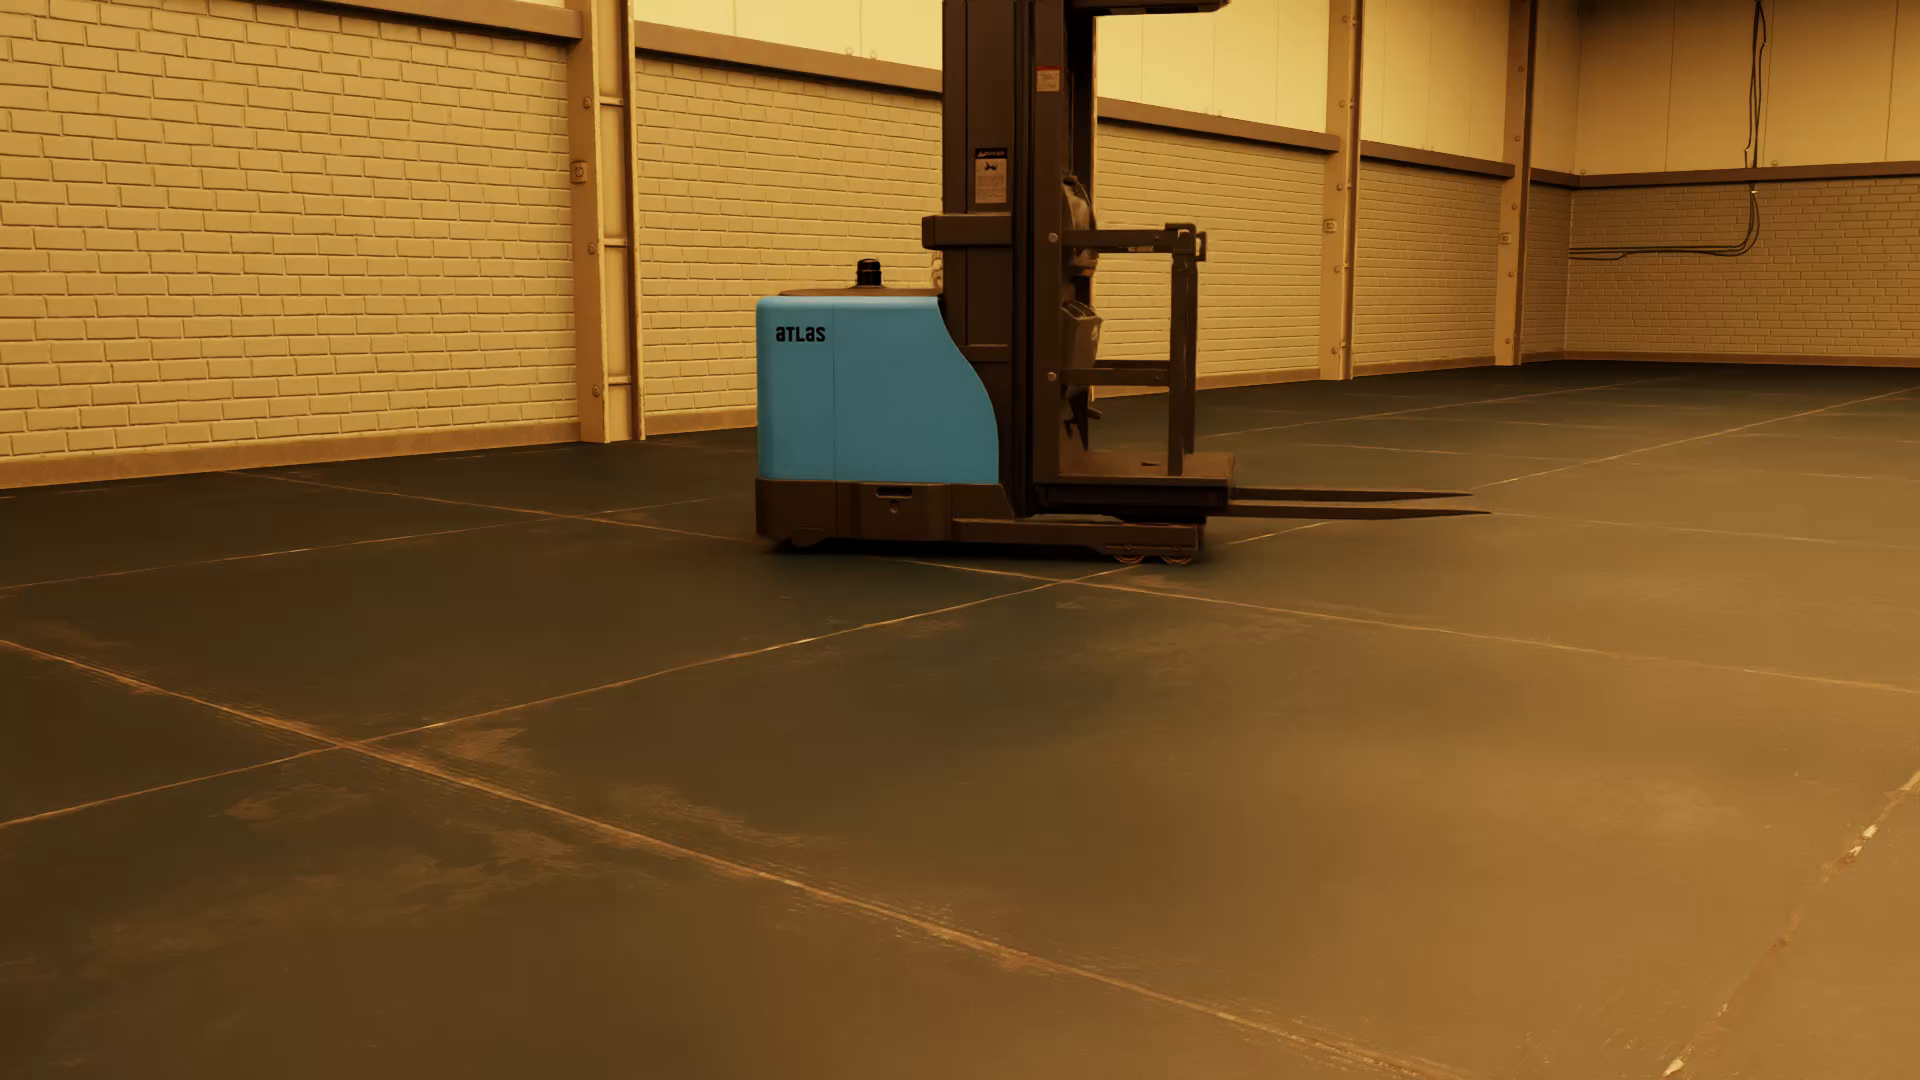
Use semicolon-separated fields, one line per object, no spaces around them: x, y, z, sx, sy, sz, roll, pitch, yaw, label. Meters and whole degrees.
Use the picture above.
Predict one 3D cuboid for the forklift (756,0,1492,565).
0.698;-1.431;7.062;3.031;2.935;1.130;2;8;11;forklift
